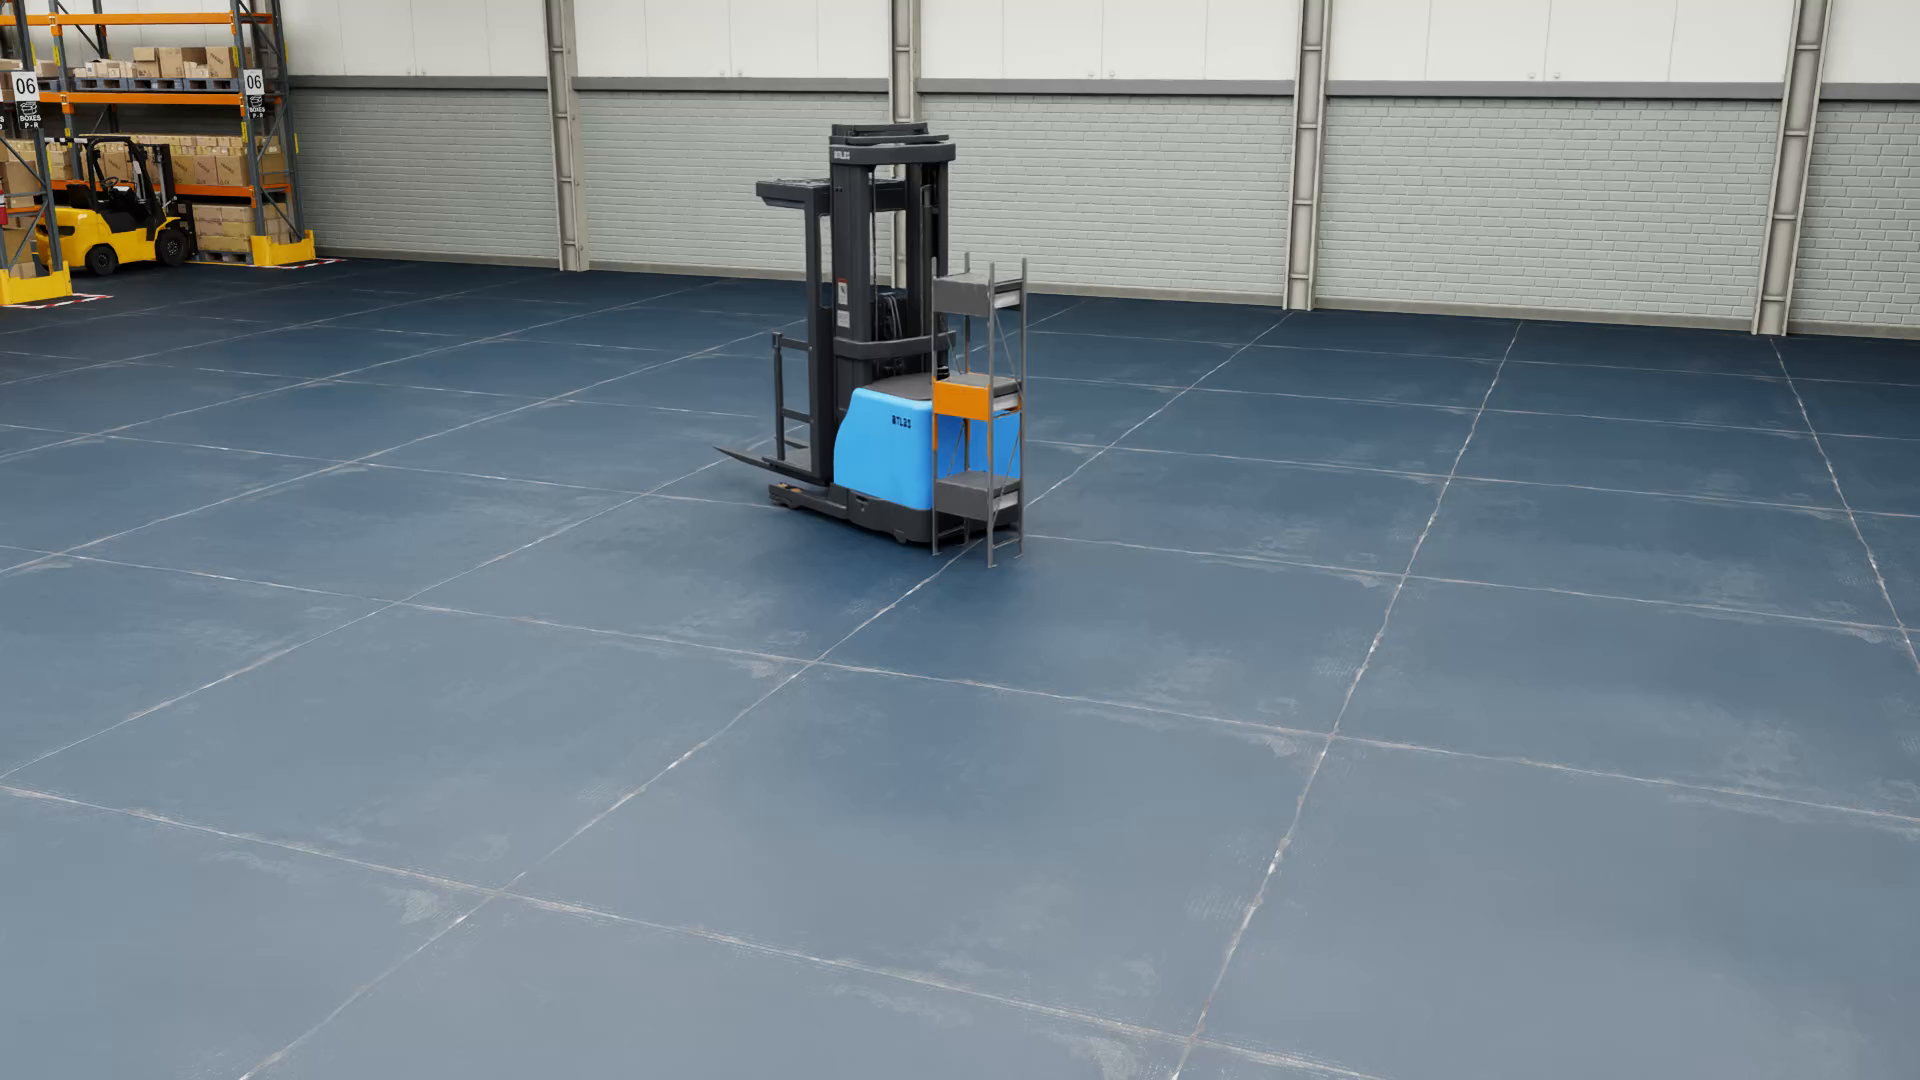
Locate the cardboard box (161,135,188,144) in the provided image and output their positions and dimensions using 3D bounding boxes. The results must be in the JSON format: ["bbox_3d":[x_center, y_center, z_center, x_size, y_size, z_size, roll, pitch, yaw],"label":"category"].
[{"bbox_3d":[-13.501,-6.877,28.605,0.250,0.149,0.380,7,17,21],"label":"cardboard box"}]

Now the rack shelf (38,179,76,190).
[{"bbox_3d":[-17.243,-6.505,30.492,4.000,0.370,1.077,6,17,21],"label":"rack shelf"}]

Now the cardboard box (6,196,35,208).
[{"bbox_3d":[-13.719,-4.917,24.182,0.250,0.149,0.380,6,17,21],"label":"cardboard box"}]

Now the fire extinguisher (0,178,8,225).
[{"bbox_3d":[-13.542,-4.781,23.401,0.183,0.674,0.296,6,17,21],"label":"fire extinguisher"}]

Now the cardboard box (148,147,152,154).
[{"bbox_3d":[-13.751,-6.742,28.673,0.250,0.149,0.380,6,17,19],"label":"cardboard box"}]

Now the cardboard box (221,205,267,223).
[{"bbox_3d":[-12.204,-5.565,28.347,0.500,0.250,0.500,7,18,22],"label":"cardboard box"}]

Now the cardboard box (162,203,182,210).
[{"bbox_3d":[-13.623,-5.718,28.876,0.500,0.250,0.500,6,17,20],"label":"cardboard box"}]

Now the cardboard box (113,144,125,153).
[{"bbox_3d":[-14.486,-6.815,28.926,0.250,0.149,0.380,7,17,22],"label":"cardboard box"}]

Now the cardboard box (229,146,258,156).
[{"bbox_3d":[-12.086,-6.559,28.045,0.250,0.149,0.380,7,17,21],"label":"cardboard box"}]

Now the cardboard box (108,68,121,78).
[{"bbox_3d":[-14.361,-8.013,28.531,0.250,0.149,0.380,7,18,22],"label":"cardboard box"}]

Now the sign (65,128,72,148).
[{"bbox_3d":[-15.572,-7.023,29.049,0.005,0.325,0.100,6,17,21],"label":"sign"}]

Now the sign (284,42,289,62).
[{"bbox_3d":[-11.452,-8.279,28.220,0.005,0.325,0.100,6,17,21],"label":"sign"}]

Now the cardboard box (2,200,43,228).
[{"bbox_3d":[-17.291,-5.916,30.677,0.625,0.625,0.875,6,17,18],"label":"cardboard box"}]

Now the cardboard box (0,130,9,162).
[{"bbox_3d":[-14.034,-5.616,23.632,0.500,0.500,0.700,6,17,19],"label":"cardboard box"}]

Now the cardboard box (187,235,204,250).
[{"bbox_3d":[-13.135,-5.191,28.854,0.500,0.250,0.500,6,17,21],"label":"cardboard box"}]

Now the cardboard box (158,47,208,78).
[{"bbox_3d":[-13.078,-8.088,28.162,0.500,0.500,0.700,6,17,21],"label":"cardboard box"}]

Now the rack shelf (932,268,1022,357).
[{"bbox_3d":[0.130,-1.552,11.291,0.480,0.518,0.431,12,20,36],"label":"rack shelf"}]

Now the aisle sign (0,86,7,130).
[{"bbox_3d":[-13.528,-6.116,23.199,0.004,0.787,0.394,6,17,21],"label":"aisle sign"}]

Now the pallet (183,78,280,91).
[{"bbox_3d":[-12.309,-7.714,28.144,1.213,0.211,1.003,6,17,21],"label":"pallet"}]

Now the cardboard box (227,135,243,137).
[{"bbox_3d":[-12.377,-6.888,28.644,0.250,0.149,0.380,7,17,22],"label":"cardboard box"}]

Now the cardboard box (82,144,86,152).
[{"bbox_3d":[-15.182,-6.905,29.236,0.250,0.149,0.380,6,17,20],"label":"cardboard box"}]

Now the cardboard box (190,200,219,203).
[{"bbox_3d":[-13.440,-5.855,29.347,0.500,0.250,0.500,6,17,20],"label":"cardboard box"}]

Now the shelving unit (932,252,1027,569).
[{"bbox_3d":[0.130,-0.893,11.482,0.503,2.100,0.431,12,20,36],"label":"shelving unit"}]

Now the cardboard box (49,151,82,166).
[{"bbox_3d":[-15.933,-6.798,29.583,0.500,0.250,0.500,6,17,19],"label":"cardboard box"}]

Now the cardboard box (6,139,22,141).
[{"bbox_3d":[-17.291,-7.282,30.535,0.250,0.149,0.380,7,18,22],"label":"cardboard box"}]

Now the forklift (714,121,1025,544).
[{"bbox_3d":[-0.855,-1.725,12.858,1.130,2.935,3.031,-13,21,-38],"label":"forklift"}]

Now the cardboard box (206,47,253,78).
[{"bbox_3d":[-12.162,-7.957,27.712,0.500,0.500,0.500,7,18,22],"label":"cardboard box"}]

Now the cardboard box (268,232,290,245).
[{"bbox_3d":[-12.046,-5.219,28.950,0.500,0.250,0.500,6,17,21],"label":"cardboard box"}]

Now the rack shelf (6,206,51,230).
[{"bbox_3d":[-15.339,-4.809,24.647,4.000,0.370,1.077,6,17,21],"label":"rack shelf"}]

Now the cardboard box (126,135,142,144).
[{"bbox_3d":[-14.224,-6.940,28.821,0.250,0.149,0.380,6,17,20],"label":"cardboard box"}]

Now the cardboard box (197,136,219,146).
[{"bbox_3d":[-12.770,-6.803,28.351,0.250,0.149,0.380,6,17,21],"label":"cardboard box"}]

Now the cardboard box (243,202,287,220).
[{"bbox_3d":[-12.039,-5.697,28.802,0.500,0.250,0.500,6,17,20],"label":"cardboard box"}]

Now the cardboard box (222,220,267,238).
[{"bbox_3d":[-12.229,-5.327,28.425,0.500,0.250,0.500,6,17,20],"label":"cardboard box"}]

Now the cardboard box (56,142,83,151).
[{"bbox_3d":[-15.781,-6.983,29.505,0.250,0.149,0.380,7,18,23],"label":"cardboard box"}]

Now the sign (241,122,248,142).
[{"bbox_3d":[-11.873,-6.768,27.604,0.005,0.325,0.100,6,17,21],"label":"sign"}]

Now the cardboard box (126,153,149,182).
[{"bbox_3d":[-14.103,-6.481,28.938,0.500,0.500,0.500,6,17,20],"label":"cardboard box"}]

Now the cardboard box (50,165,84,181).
[{"bbox_3d":[-15.947,-6.558,29.652,0.500,0.250,0.500,7,17,22],"label":"cardboard box"}]

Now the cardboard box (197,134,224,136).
[{"bbox_3d":[-13.064,-6.990,28.996,0.250,0.149,0.380,6,17,19],"label":"cardboard box"}]

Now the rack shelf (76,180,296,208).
[{"bbox_3d":[-13.522,-6.096,29.083,4.000,0.370,1.077,6,17,21],"label":"rack shelf"}]

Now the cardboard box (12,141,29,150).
[{"bbox_3d":[-16.750,-7.079,29.836,0.250,0.149,0.380,6,17,19],"label":"cardboard box"}]

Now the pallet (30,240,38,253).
[{"bbox_3d":[-16.082,-5.372,30.301,1.213,0.211,1.003,6,17,21],"label":"pallet"}]

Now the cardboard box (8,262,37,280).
[{"bbox_3d":[-14.128,-3.985,24.698,0.500,0.250,0.500,6,17,20],"label":"cardboard box"}]

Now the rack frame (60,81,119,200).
[{"bbox_3d":[-15.382,-6.646,29.687,0.127,3.000,1.000,6,17,21],"label":"rack frame"}]

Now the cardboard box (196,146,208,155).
[{"bbox_3d":[-12.780,-6.649,28.352,0.250,0.149,0.380,6,17,20],"label":"cardboard box"}]

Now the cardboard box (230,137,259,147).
[{"bbox_3d":[-12.072,-6.722,28.070,0.250,0.149,0.380,6,17,21],"label":"cardboard box"}]

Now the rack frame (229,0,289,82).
[{"bbox_3d":[-11.661,-9.118,27.441,0.127,3.000,1.000,6,17,21],"label":"rack frame"}]

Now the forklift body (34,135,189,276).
[{"bbox_3d":[-14.095,-5.550,27.435,1.214,2.155,2.313,6,17,21],"label":"forklift body"}]

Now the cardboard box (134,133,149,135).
[{"bbox_3d":[-14.505,-7.134,29.492,0.250,0.149,0.380,6,17,20],"label":"cardboard box"}]

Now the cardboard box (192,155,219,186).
[{"bbox_3d":[-12.695,-6.323,28.394,0.500,0.500,0.500,7,18,22],"label":"cardboard box"}]

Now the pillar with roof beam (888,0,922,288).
[{"bbox_3d":[-2.395,-7.079,20.418,0.400,9.000,9.100,6,17,21],"label":"pillar with roof beam"}]

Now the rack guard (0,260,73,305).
[{"bbox_3d":[-13.550,-3.757,24.217,0.348,0.500,1.175,6,17,21],"label":"rack guard"}]

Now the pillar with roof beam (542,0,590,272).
[{"bbox_3d":[-7.976,-7.693,22.532,0.400,9.000,9.100,6,17,21],"label":"pillar with roof beam"}]

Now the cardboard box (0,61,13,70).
[{"bbox_3d":[-13.735,-6.741,23.655,0.250,0.149,0.380,6,17,20],"label":"cardboard box"}]

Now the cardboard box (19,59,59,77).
[{"bbox_3d":[-16.145,-8.305,29.246,0.500,0.311,0.500,6,17,19],"label":"cardboard box"}]

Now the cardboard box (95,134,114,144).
[{"bbox_3d":[-14.911,-7.040,29.168,0.250,0.149,0.380,7,17,21],"label":"cardboard box"}]
